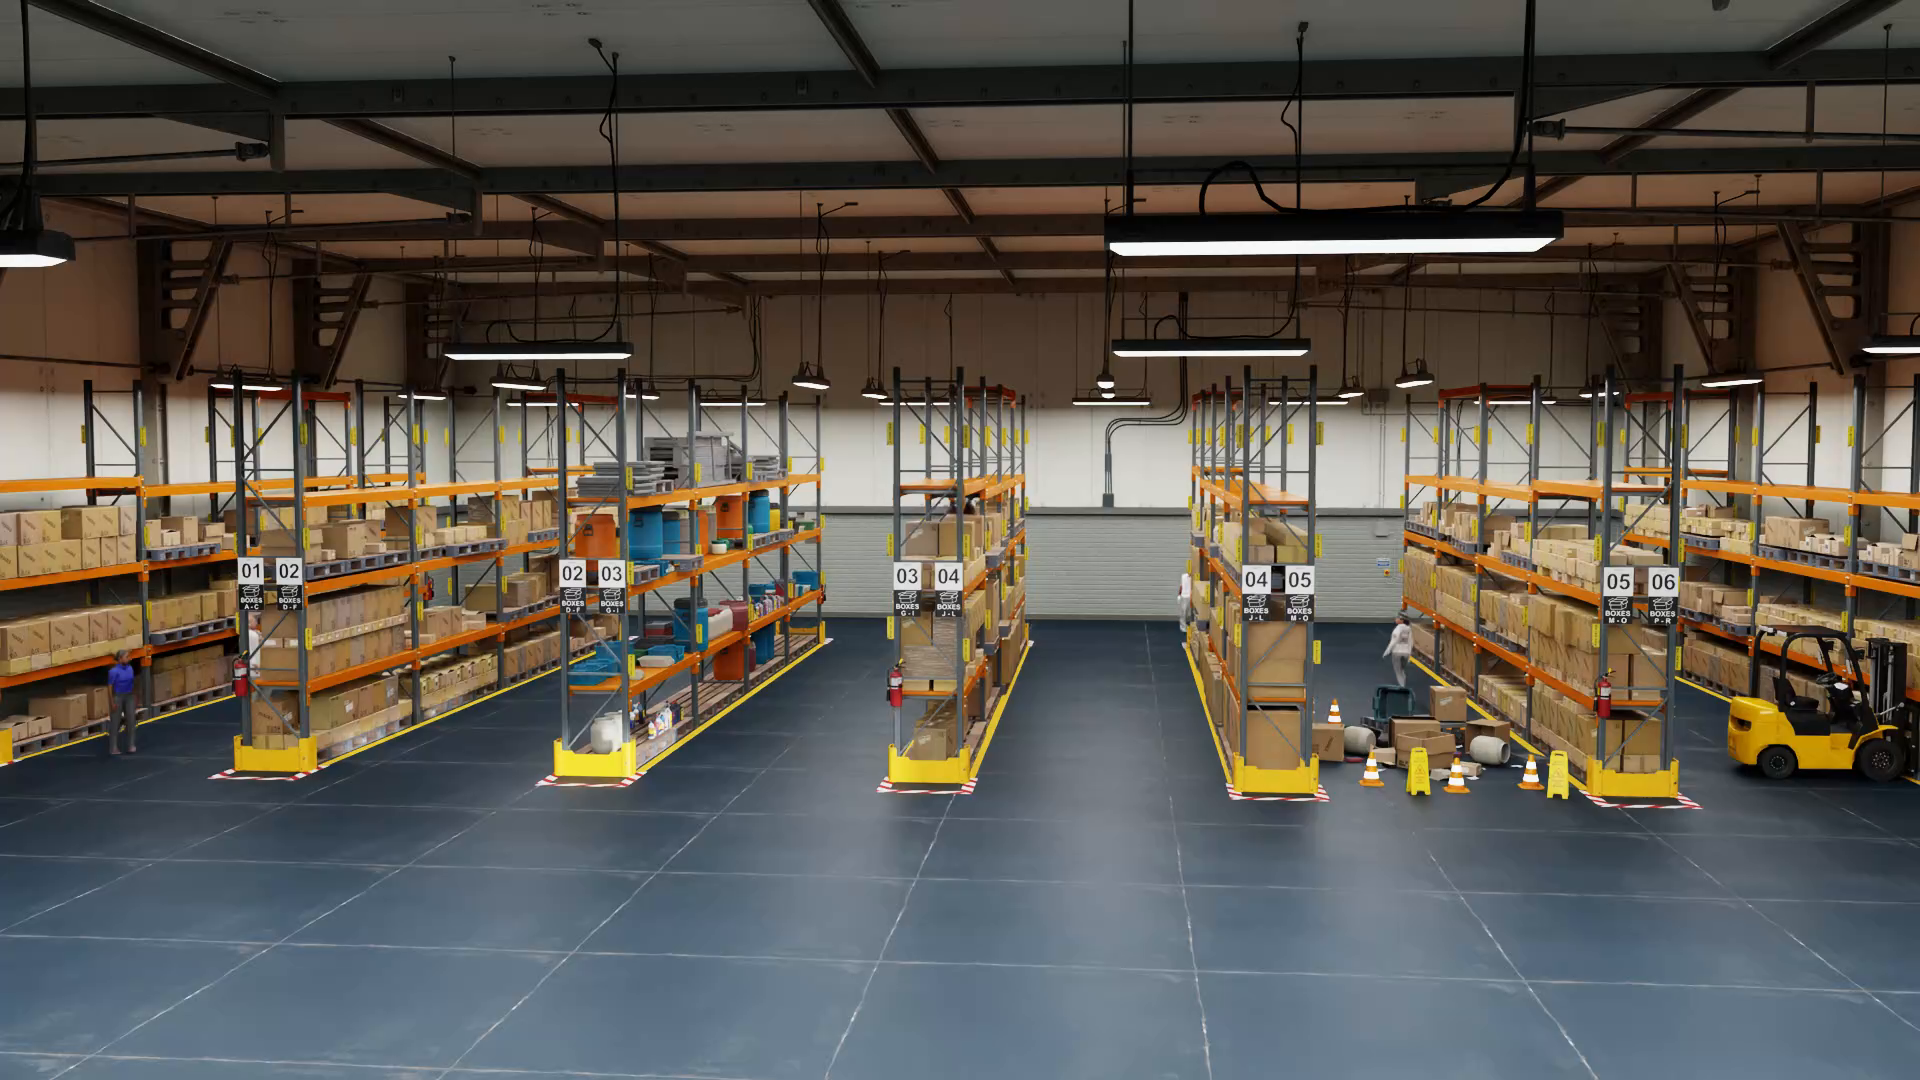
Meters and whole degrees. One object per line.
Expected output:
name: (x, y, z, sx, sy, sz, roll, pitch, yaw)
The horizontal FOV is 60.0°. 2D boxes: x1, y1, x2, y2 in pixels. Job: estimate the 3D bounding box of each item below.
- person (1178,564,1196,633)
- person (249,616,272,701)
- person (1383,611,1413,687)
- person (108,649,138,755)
person: (5.849, 1.477, 42.348, 0.614, 1.793, 0.417, 0, 4, 1)
person: (-12.654, 2.274, 30.017, 0.574, 1.823, 0.679, 2, 4, 27)
person: (8.344, 2.198, 31.581, 0.567, 1.727, 0.651, -1, 4, -10)
person: (-13.235, 2.549, 26.281, 0.381, 1.667, 0.542, 2, 4, 28)
